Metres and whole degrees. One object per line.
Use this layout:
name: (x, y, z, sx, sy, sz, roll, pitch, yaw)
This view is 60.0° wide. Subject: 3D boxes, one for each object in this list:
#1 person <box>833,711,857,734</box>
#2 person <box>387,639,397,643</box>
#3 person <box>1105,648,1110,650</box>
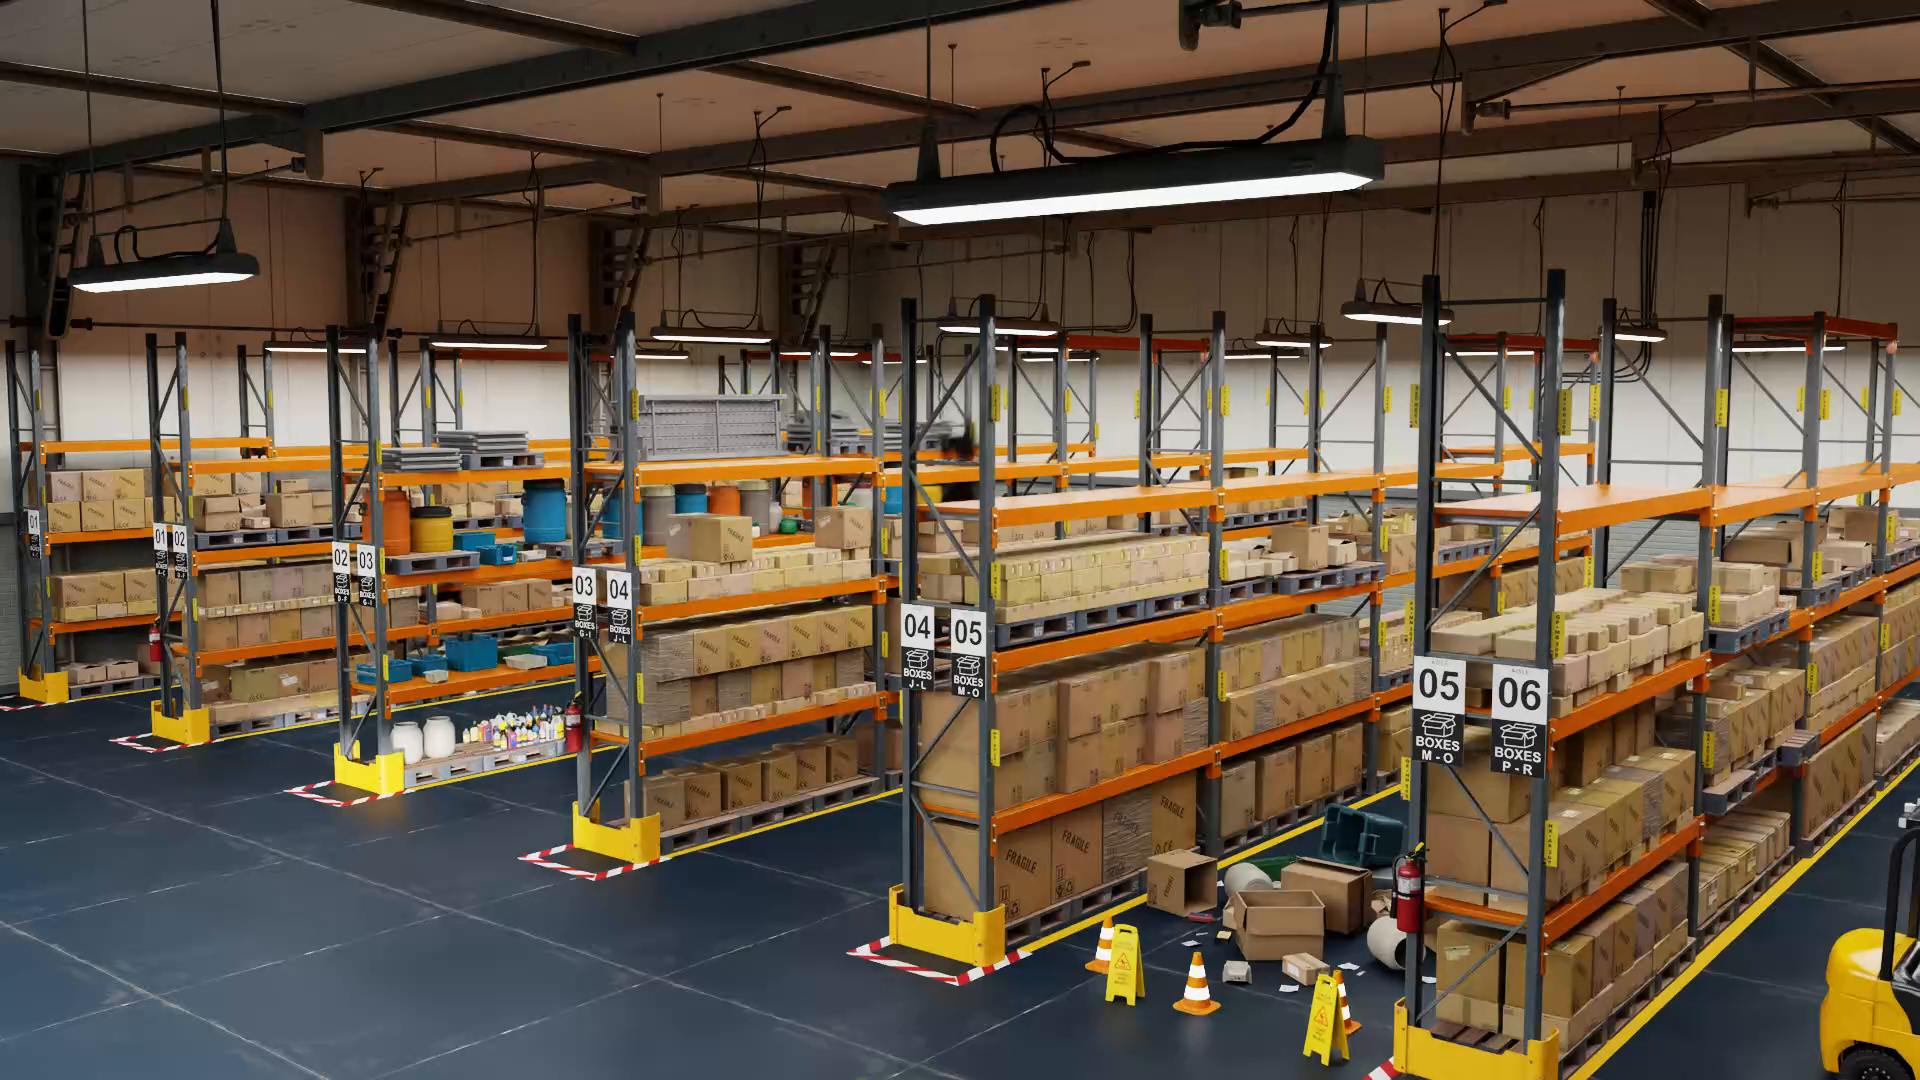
person: (-1.691, 1.877, 23.703, 0.659, 1.779, 0.898, 3, 6, 31)
person: (-9.965, 1.664, 29.176, 0.637, 1.738, 0.741, 3, 6, 31)
person: (2.254, 1.940, 23.134, 0.570, 1.714, 0.780, 3, 6, 34)
